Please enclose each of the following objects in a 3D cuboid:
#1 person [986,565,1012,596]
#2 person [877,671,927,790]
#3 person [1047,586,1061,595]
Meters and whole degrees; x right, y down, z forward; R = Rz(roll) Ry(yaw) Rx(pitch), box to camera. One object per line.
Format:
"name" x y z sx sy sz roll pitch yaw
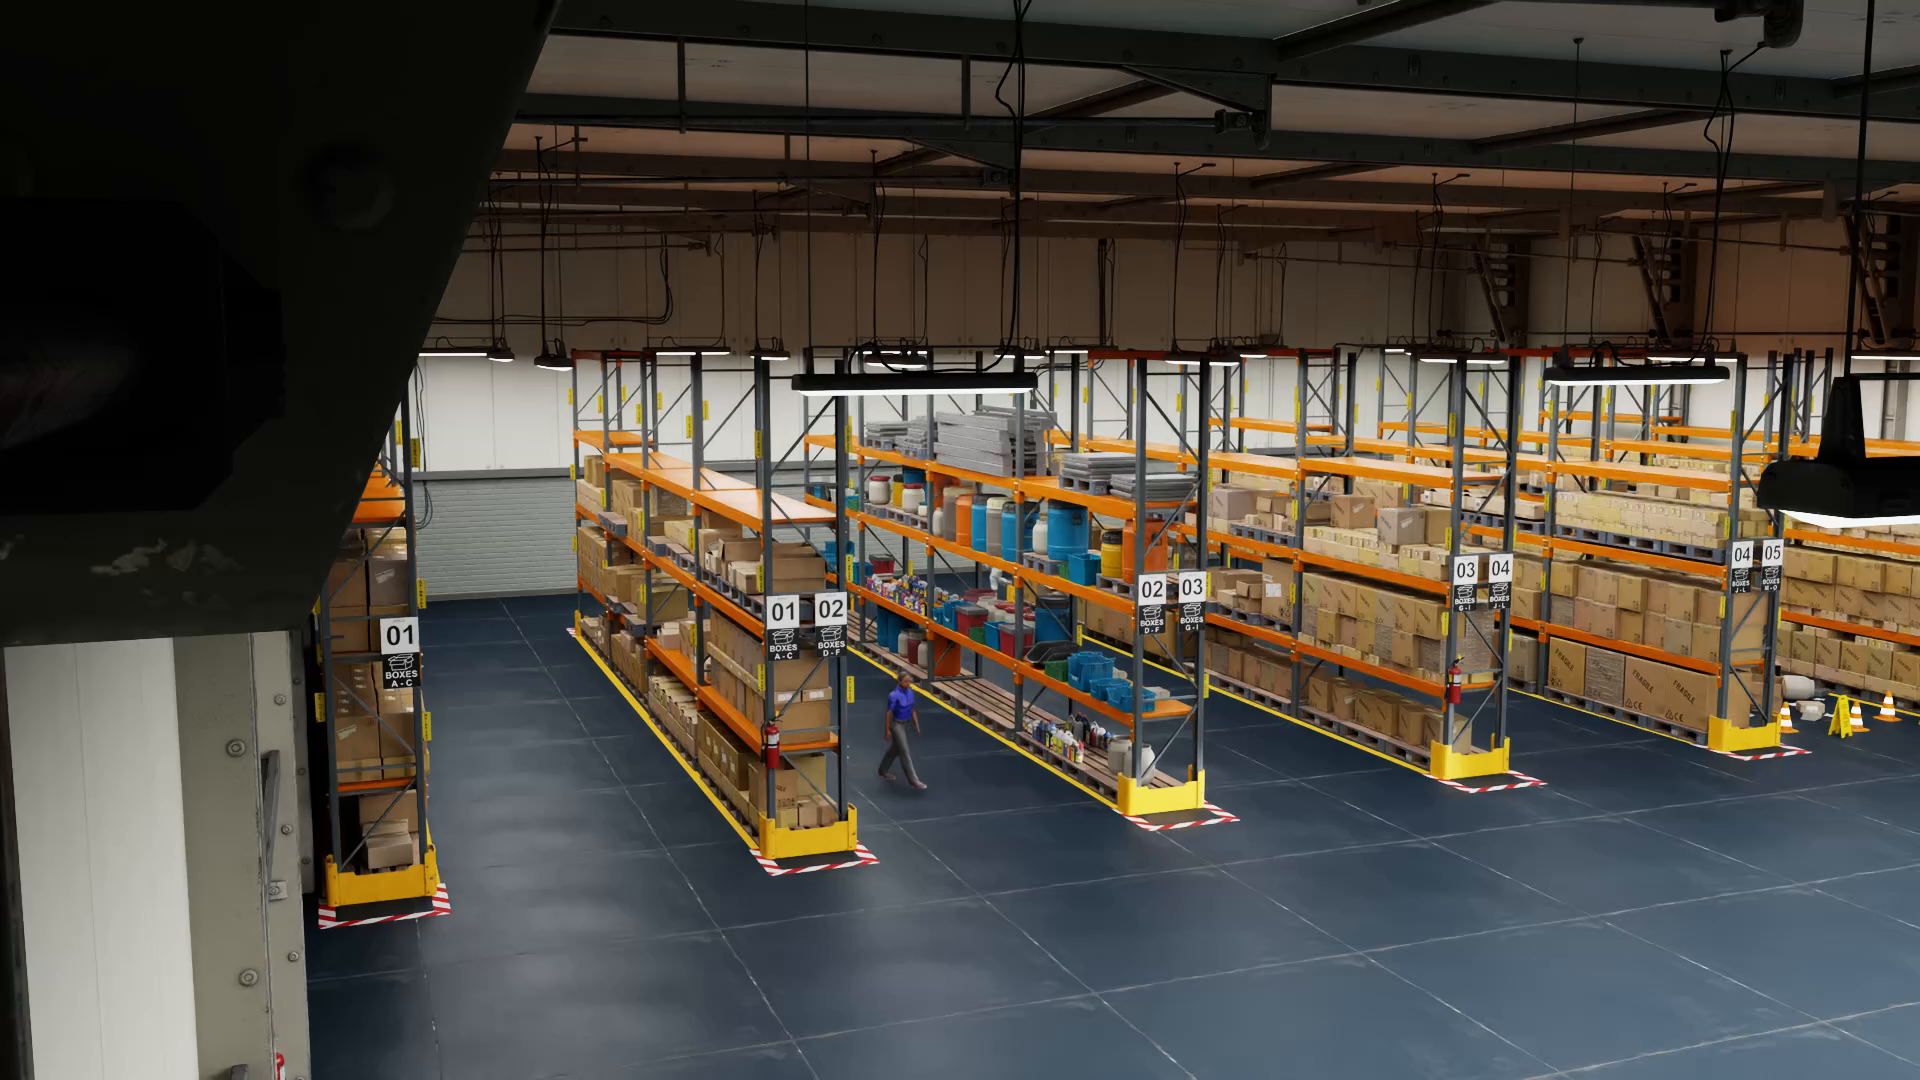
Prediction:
"person" 0.949 0.537 39.571 0.831 1.760 0.522 -3 8 -20
"person" -0.789 2.627 23.252 0.988 1.602 0.487 4 8 31
"person" 1.777 1.611 30.965 0.567 1.773 0.494 -2 7 -15
